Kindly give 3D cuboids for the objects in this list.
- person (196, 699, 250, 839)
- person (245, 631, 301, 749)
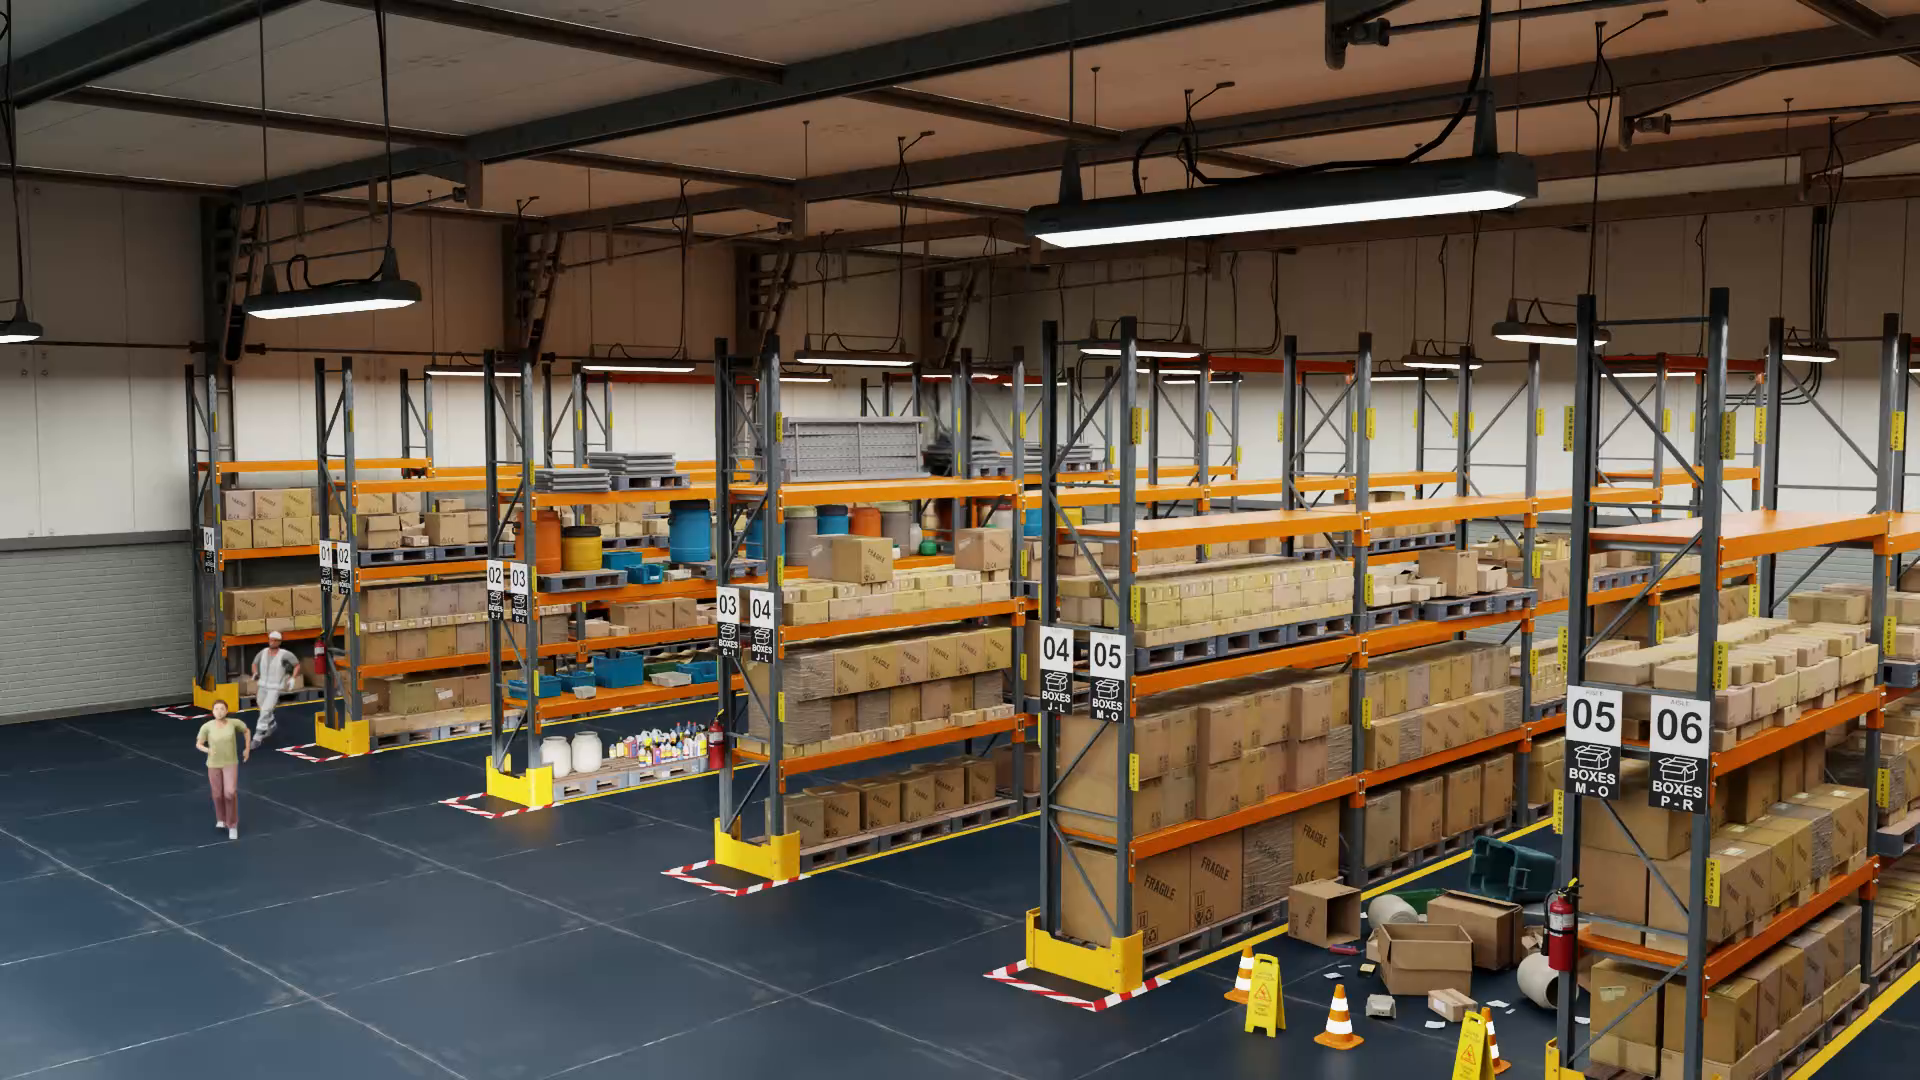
[{"bbox_3d":[-8.980,2.804,20.285,0.597,1.718,0.711,-2,5,-19],"label":"person"},{"bbox_3d":[-10.672,2.293,25.764,0.718,1.764,0.979,1,4,9],"label":"person"}]
